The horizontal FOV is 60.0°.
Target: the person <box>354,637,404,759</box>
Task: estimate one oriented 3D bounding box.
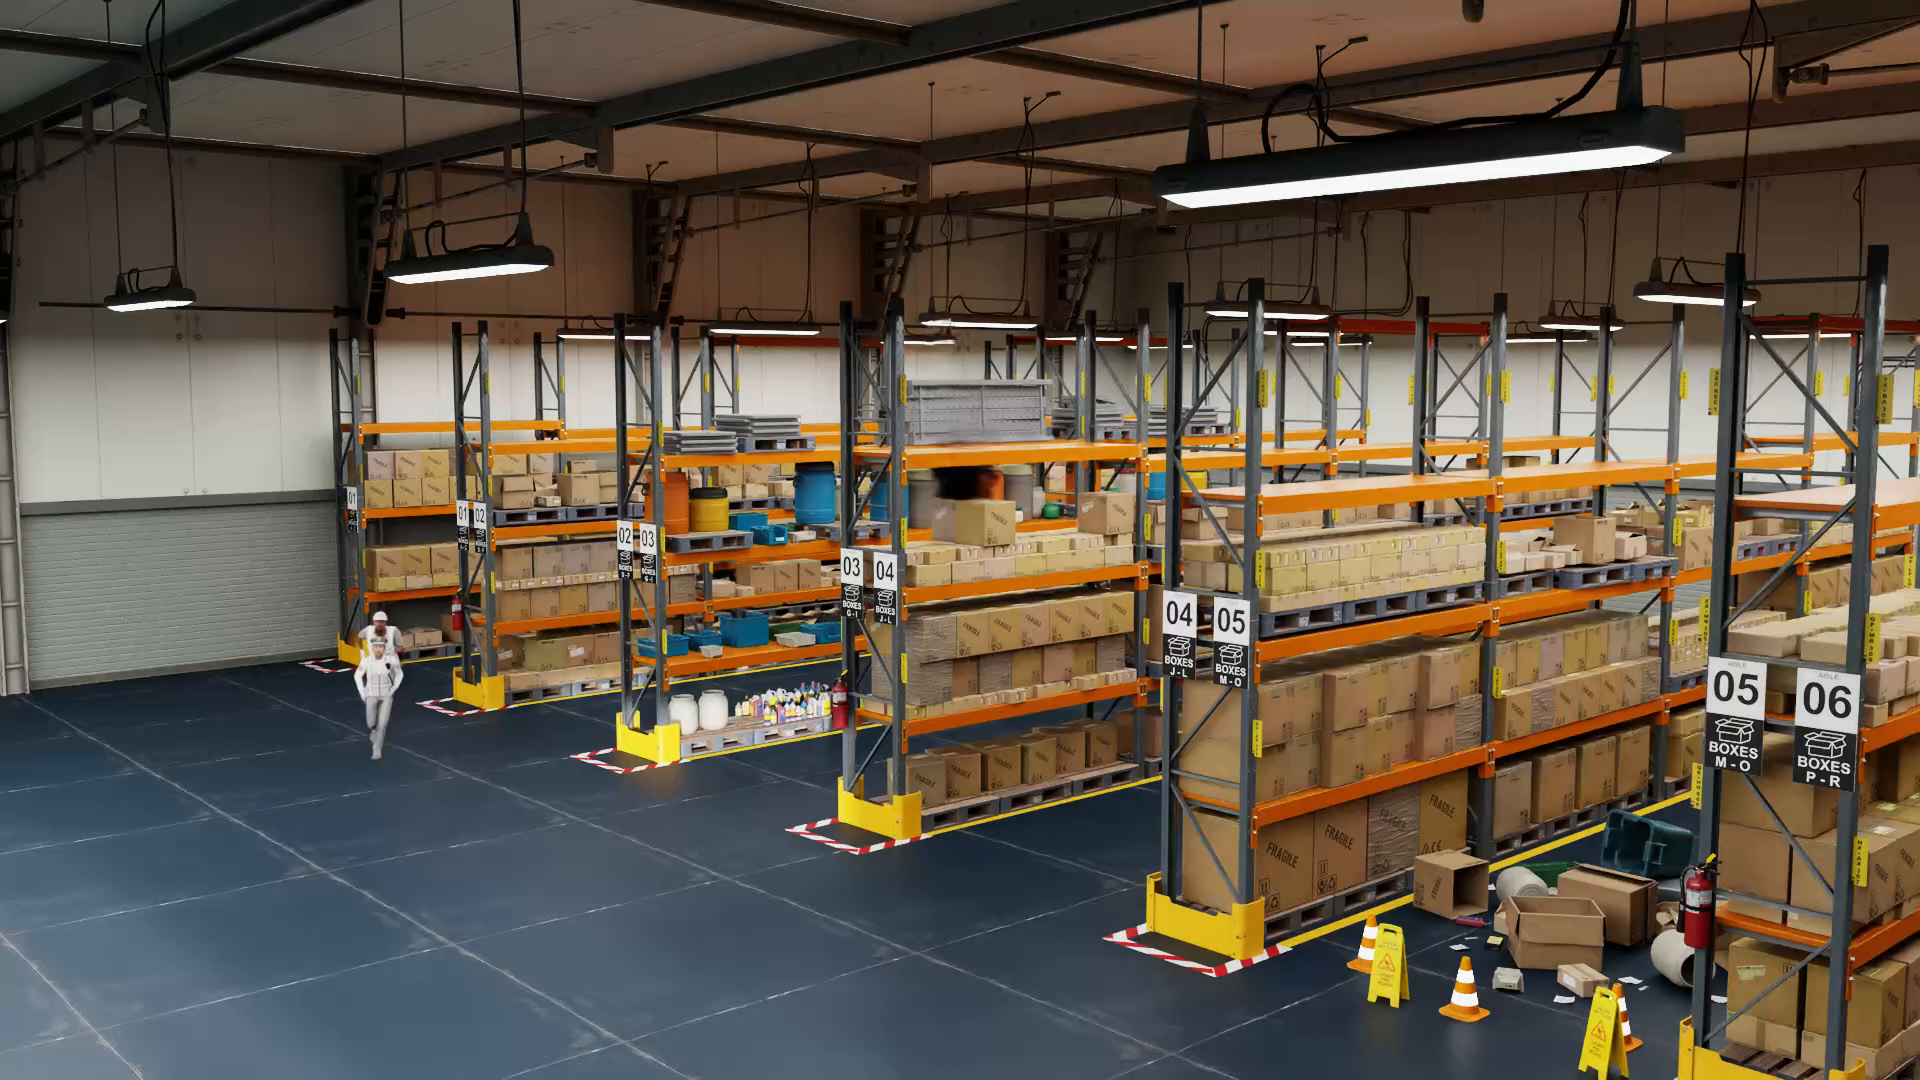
[{"bbox_3d":[-7.905,2.116,22.660,0.635,1.659,0.543,-2,6,-19],"label":"person"}]

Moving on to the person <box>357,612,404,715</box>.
[{"bbox_3d":[-8.561,1.885,24.593,0.668,1.697,0.779,-2,6,-17],"label":"person"}]

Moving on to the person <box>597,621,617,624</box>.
[{"bbox_3d":[-6.435,1.301,30.553,0.837,1.663,0.599,-6,8,-44],"label":"person"}]
